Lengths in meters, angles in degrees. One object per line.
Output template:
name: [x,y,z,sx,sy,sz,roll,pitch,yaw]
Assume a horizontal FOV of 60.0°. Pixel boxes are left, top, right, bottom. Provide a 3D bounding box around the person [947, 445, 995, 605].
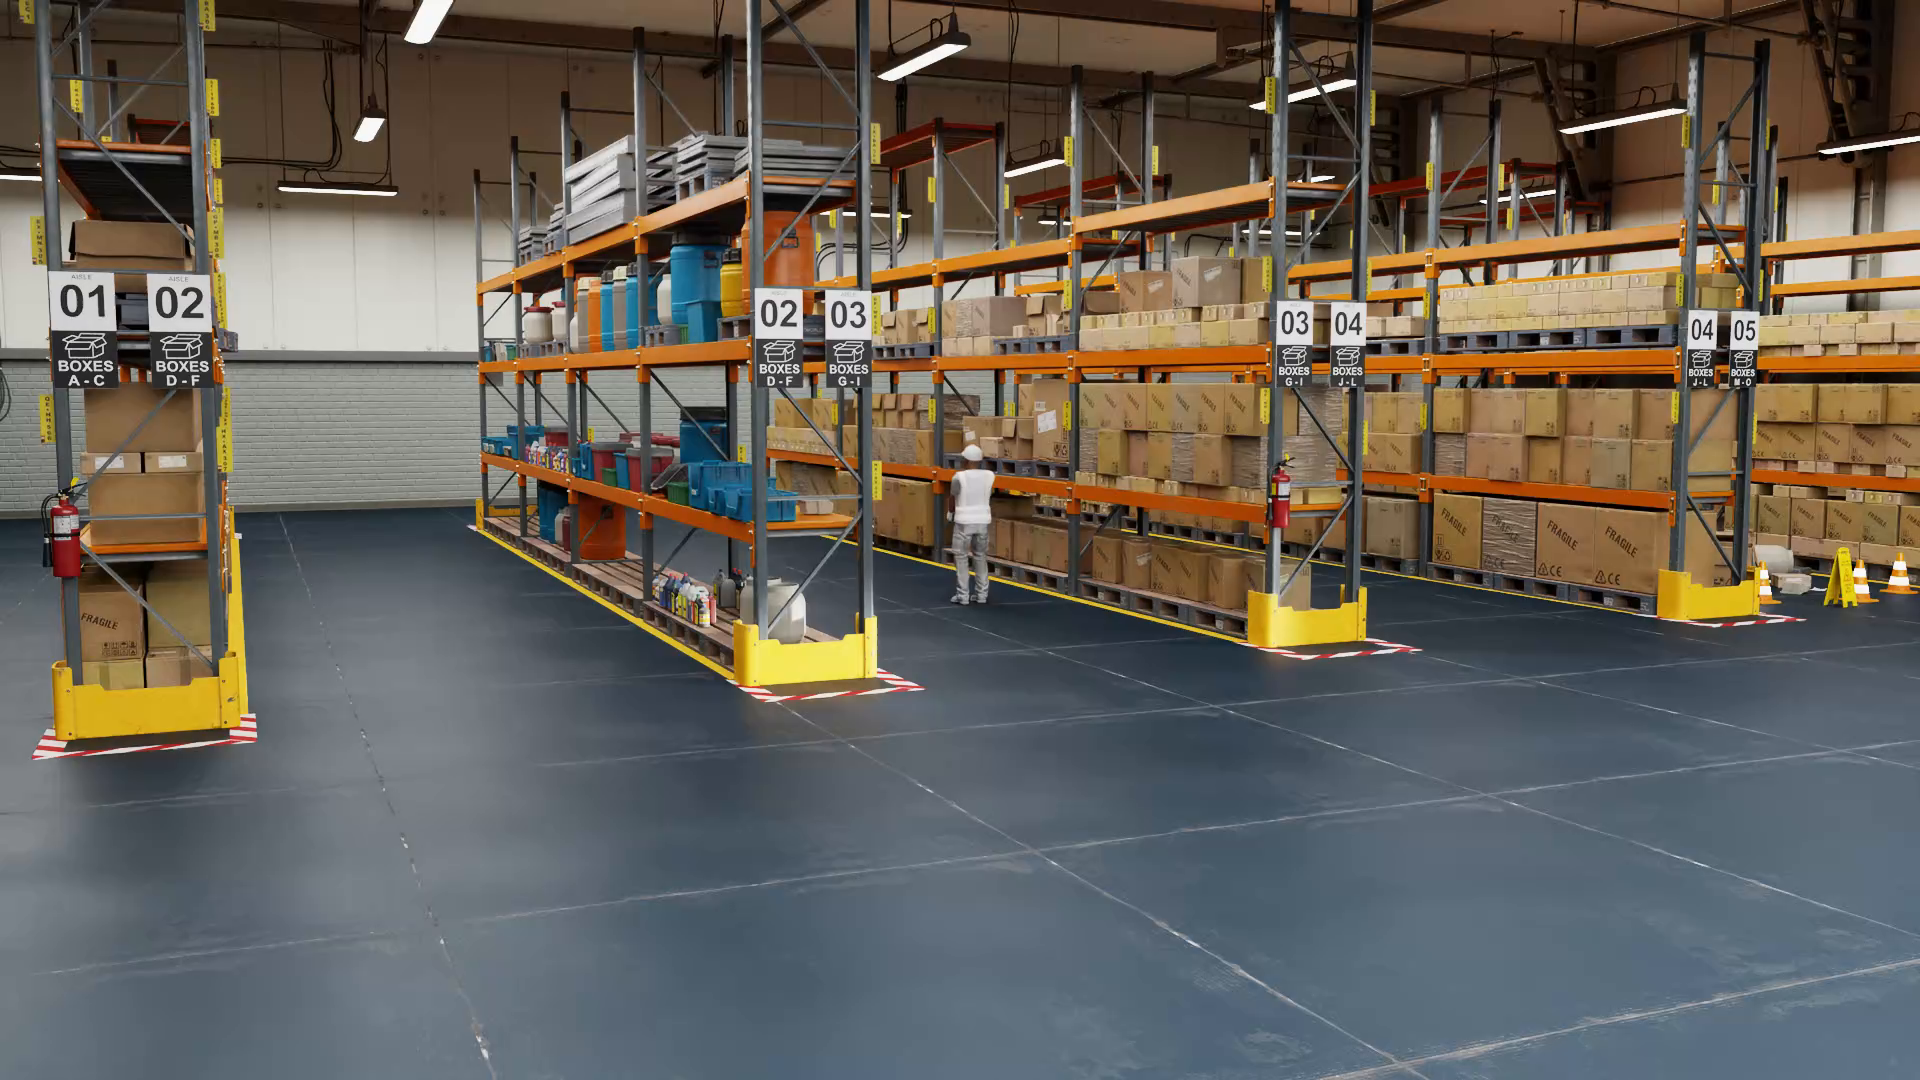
person: [0.087,-0.184,18.604,0.487,1.778,0.575,-2,6,-24]
